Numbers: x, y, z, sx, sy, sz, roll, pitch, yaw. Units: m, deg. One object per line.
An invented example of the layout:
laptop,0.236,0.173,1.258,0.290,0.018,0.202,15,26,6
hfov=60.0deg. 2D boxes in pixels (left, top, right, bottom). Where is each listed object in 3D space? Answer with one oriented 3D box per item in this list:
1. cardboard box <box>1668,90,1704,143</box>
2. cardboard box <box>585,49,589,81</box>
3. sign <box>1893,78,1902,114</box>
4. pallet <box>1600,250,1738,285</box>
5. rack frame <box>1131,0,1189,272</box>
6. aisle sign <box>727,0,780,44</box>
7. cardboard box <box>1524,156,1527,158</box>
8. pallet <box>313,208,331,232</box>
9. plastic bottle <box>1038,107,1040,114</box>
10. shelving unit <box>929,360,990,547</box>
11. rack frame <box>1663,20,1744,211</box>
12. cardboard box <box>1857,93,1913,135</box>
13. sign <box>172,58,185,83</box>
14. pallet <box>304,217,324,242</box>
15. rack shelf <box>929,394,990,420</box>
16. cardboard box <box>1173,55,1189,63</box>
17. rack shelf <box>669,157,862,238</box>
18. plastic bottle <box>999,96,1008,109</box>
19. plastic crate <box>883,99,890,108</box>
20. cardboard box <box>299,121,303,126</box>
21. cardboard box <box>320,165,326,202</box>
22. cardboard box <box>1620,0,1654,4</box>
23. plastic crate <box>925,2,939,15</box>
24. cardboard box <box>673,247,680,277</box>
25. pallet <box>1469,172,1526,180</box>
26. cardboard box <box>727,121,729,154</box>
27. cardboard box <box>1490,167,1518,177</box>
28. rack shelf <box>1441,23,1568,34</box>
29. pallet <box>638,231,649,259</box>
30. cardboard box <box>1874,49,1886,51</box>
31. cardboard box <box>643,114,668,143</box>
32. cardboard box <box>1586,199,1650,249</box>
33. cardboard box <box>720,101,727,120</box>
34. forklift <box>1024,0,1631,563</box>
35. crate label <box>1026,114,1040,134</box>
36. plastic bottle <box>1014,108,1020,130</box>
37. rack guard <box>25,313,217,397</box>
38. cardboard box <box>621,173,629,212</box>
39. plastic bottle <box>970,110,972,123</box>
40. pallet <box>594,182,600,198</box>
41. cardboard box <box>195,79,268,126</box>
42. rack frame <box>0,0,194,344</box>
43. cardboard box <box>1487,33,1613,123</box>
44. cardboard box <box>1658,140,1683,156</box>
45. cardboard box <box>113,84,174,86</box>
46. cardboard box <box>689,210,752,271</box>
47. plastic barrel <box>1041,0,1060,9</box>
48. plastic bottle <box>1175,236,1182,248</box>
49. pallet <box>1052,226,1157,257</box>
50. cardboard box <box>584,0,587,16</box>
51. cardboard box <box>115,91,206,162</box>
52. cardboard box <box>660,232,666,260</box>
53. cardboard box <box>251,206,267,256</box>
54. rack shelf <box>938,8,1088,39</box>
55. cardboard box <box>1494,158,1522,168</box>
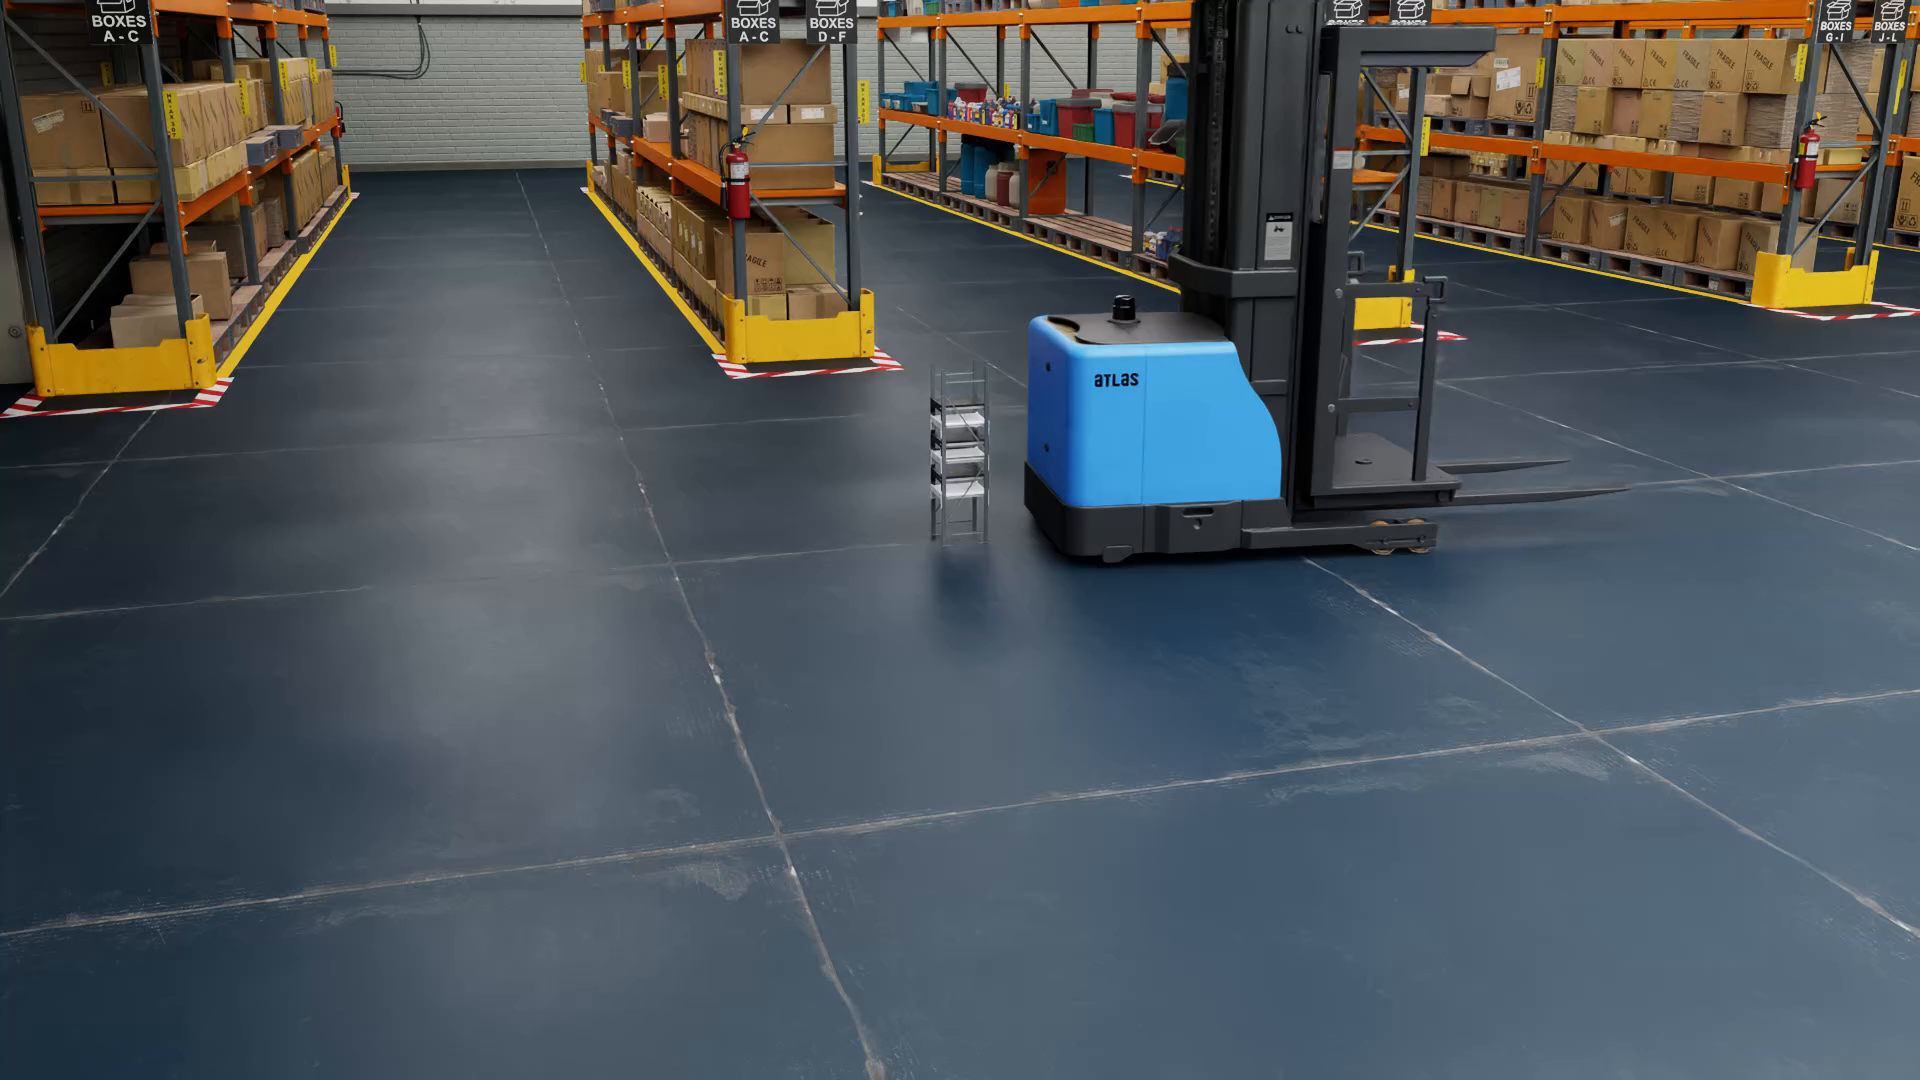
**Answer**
cardboard box,7.763,-4.316,16.916,0.875,0.500,0.500,-5,17,-15
cardboard box,-5.818,-7.728,27.052,0.500,0.500,0.500,-4,17,-14
sign,8.758,-4.159,15.577,0.100,0.325,0.005,-5,17,-15
pallet,7.695,-2.951,17.909,1.003,0.211,1.213,-5,17,-15
rack frame,2.375,-4.416,17.939,1.000,3.000,0.127,-5,17,-15
aisle sign,-1.554,-4.122,12.443,0.394,0.787,0.004,-5,17,-15
cardboard box,9.840,-6.617,28.457,0.380,0.149,0.250,-4,17,-13
pallet,-9.065,-4.302,22.408,1.003,0.211,1.213,-5,17,-15
plastic bottle,1.145,-5.960,23.302,0.097,0.271,0.097,0,17,0
shelving unit,-0.002,-0.433,8.330,0.258,0.900,0.210,-5,17,-15
rack frame,10.835,-6.278,24.138,1.000,3.000,0.127,-5,17,-15
cardboard box,11.534,-5.343,20.850,0.500,0.500,0.500,-5,17,-16
sign,-8.783,-5.249,18.699,0.100,0.325,0.005,-5,17,-15
pallet,-8.726,-3.964,21.283,1.003,0.211,1.213,-5,17,-15
rack shelf,-0.002,-0.660,8.262,0.258,0.077,0.200,-5,17,-15
cardboard box,3.997,-8.121,28.714,0.500,0.500,0.500,-5,17,-17
rack shelf,-1.839,-3.127,14.900,1.077,0.370,4.000,-5,17,-15
plastic bottle,0.656,-6.314,24.344,0.144,0.351,0.185,-5,17,-15
plastic crate,-1.163,-7.448,28.387,0.250,0.136,0.298,-5,17,-15
cardboard box,-8.732,-5.379,21.548,0.380,0.149,0.250,-5,17,-15
cardboard box,-9.456,-5.064,23.713,0.700,0.500,0.500,-4,17,-15
cardboard box,7.291,-5.743,17.404,0.500,0.250,0.500,-5,18,-17
plastic crate,-0.231,-8.057,25.215,0.450,0.188,0.662,-5,17,-15
cardboard box,-2.553,-2.757,16.467,0.500,0.250,0.500,-5,17,-15
pallet,9.517,-6.232,28.832,1.003,0.211,1.213,-5,17,-15
cardboard box,-1.554,-3.242,13.856,0.700,0.500,0.500,-4,17,-14
cardboard box,9.300,-6.302,28.443,0.380,0.149,0.250,-4,17,-15
rack shelf,9.186,-9.030,29.335,1.077,0.370,4.000,-5,17,-15
pallet,-3.299,-3.565,19.955,1.003,0.211,1.213,-5,17,-15
cardboard box,14.894,-7.626,26.712,0.500,0.500,0.500,-5,17,-15
cardboard box,-3.428,-4.826,19.460,0.500,0.311,0.500,-5,17,-16
cardboard box,7.373,-3.540,18.637,0.500,0.500,0.500,1,17,2
cardboard box,-1.788,-3.581,13.857,0.380,0.149,0.250,-4,17,-15
forklift,1.907,-1.475,8.269,3.031,2.935,1.130,-3,17,-9
crate label,1.031,-5.296,21.160,0.303,0.233,0.416,-5,17,-15
plastic bottle,0.754,-5.545,21.899,0.061,0.283,0.133,-5,17,-15
rack guard,-6.072,-1.350,12.077,1.175,0.500,0.348,-5,17,-15
cardboard box,-4.263,-4.673,22.376,0.500,0.500,0.500,-5,18,-17
plastic bottle,0.197,-6.085,23.841,0.097,0.201,0.097,0,17,0
pallet,-5.446,-5.767,27.286,1.003,0.211,1.213,-5,17,-15
cardboard box,-8.111,-4.868,18.507,0.700,0.500,0.500,-7,18,-22
rack frame,-6.051,-2.526,11.648,1.000,3.000,0.127,-5,17,-15
cardboard box,7.054,-5.527,19.864,1.000,1.000,1.000,-5,17,-15
cardboard box,7.447,-4.050,17.157,0.380,0.149,0.250,-5,17,-15
cardboard box,-7.222,-3.783,14.754,0.500,0.500,0.500,-5,17,-17
cardboard box,-2.148,-2.701,14.976,0.500,0.500,0.500,-5,17,-15
plastic barrel,1.293,-6.955,20.305,0.600,0.901,0.600,0,17,0
plastic bottle,2.255,-2.968,17.077,0.061,0.283,0.133,-4,17,-13
pallet,1.783,-3.633,20.178,1.003,0.211,1.213,-5,17,-15
cardboard box,-5.665,-8.408,26.275,0.500,0.250,0.500,-5,17,-15
cardboard box,-6.020,-3.116,12.535,0.500,0.500,0.500,-5,17,-15
cardboard box,-2.919,-3.141,17.745,0.500,0.250,0.500,-5,17,-16
cardboard box,-7.808,-3.271,17.707,0.700,0.500,0.500,-5,17,-16
rack shelf,0.726,-7.168,23.136,1.077,0.370,4.000,-5,17,-15
cardboard box,9.343,-6.425,28.335,0.380,0.149,0.250,-4,17,-14
